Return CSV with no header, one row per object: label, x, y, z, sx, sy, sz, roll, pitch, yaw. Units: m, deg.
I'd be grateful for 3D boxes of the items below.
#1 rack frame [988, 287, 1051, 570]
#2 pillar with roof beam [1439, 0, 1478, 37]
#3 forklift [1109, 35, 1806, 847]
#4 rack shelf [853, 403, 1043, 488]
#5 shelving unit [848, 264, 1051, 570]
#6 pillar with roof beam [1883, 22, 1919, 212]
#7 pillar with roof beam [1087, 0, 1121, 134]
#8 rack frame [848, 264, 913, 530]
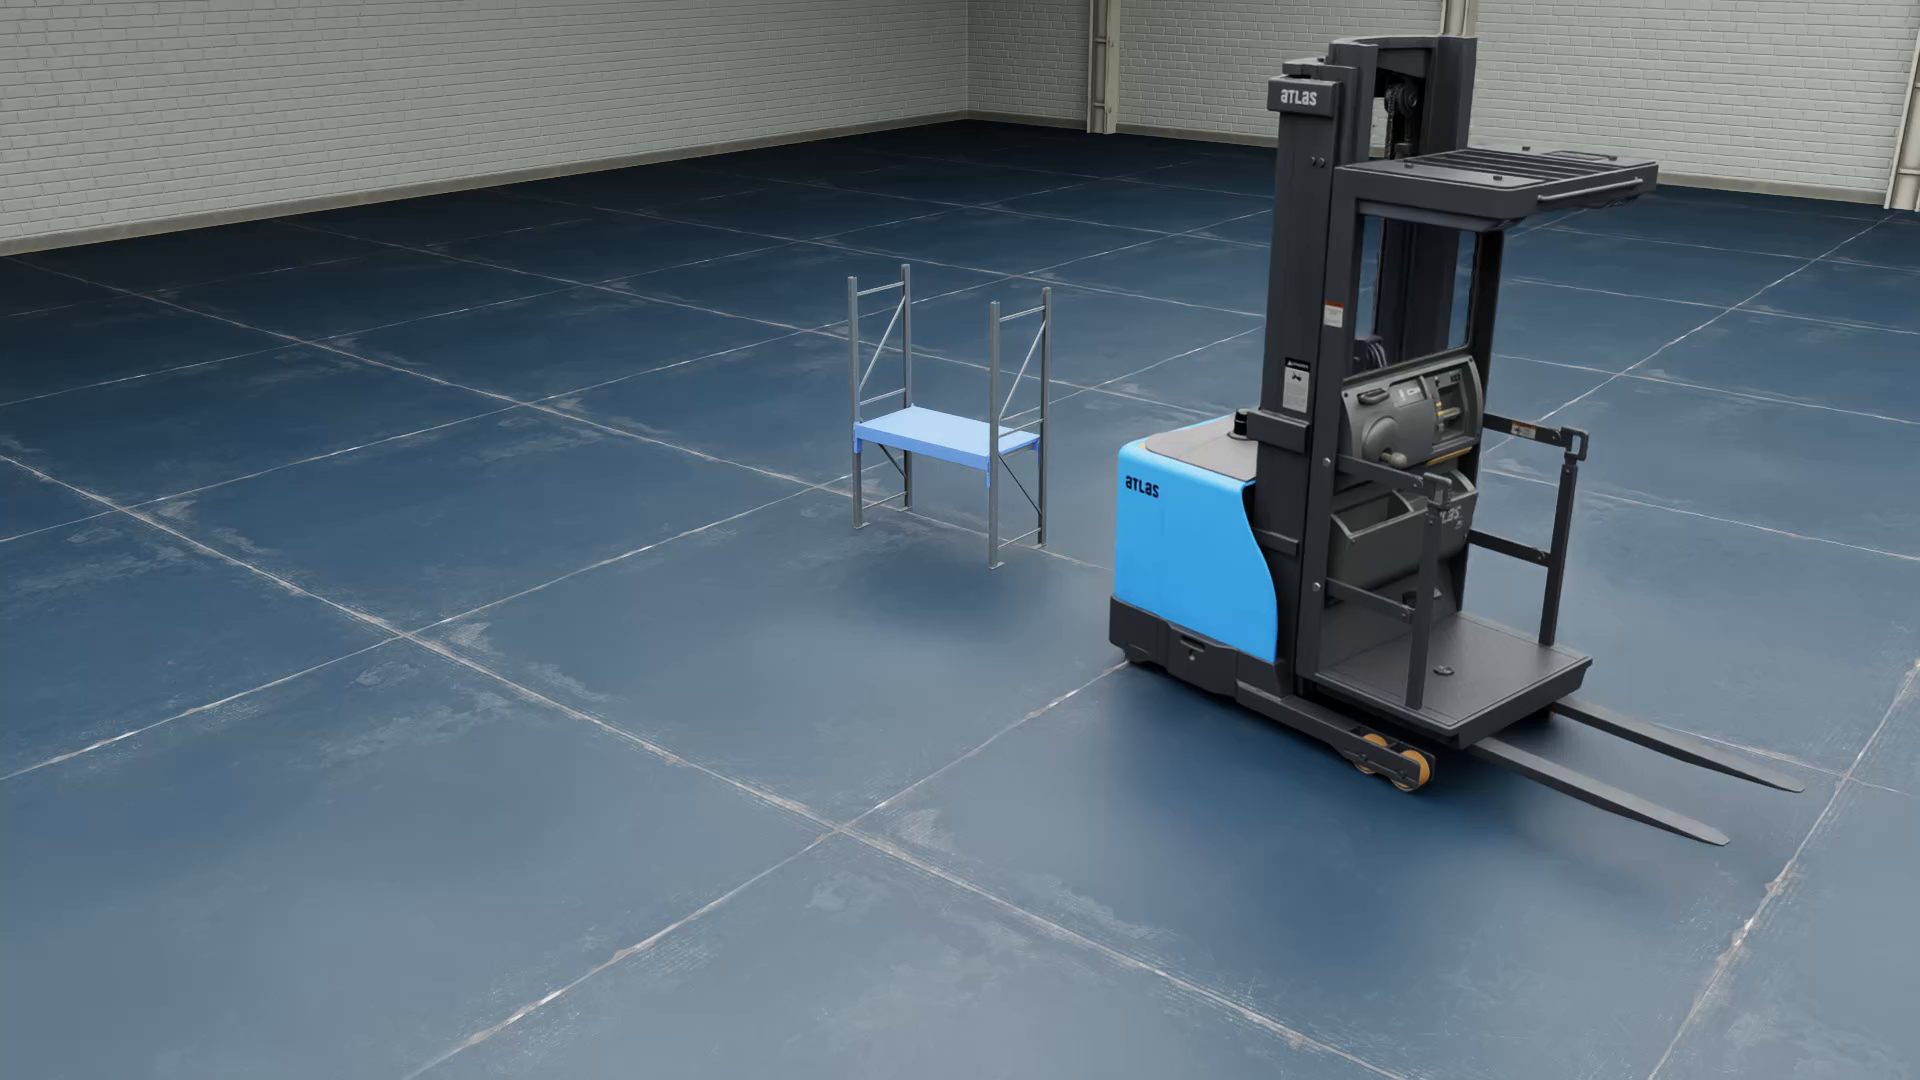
rack frame,0.328,-0.607,9.153,0.032,1.500,0.500,16,26,36
pillar with roof beam,4.278,-8.465,19.362,0.400,9.000,9.100,16,26,36
forklift,2.066,-0.530,6.919,1.130,2.935,3.031,-17,26,-37
rack shelf,-0.066,-0.552,9.517,1.000,0.185,0.538,16,26,36
shelving unit,-0.066,-0.721,9.454,1.048,1.500,0.538,16,26,36
pillar with roof beam,8.927,-7.126,15.812,0.400,9.000,9.100,16,26,36
pillar with roof beam,-0.370,-9.804,22.912,0.400,9.000,9.100,16,26,36
rack frame,-0.460,-0.834,9.755,0.032,1.500,0.500,16,26,36
